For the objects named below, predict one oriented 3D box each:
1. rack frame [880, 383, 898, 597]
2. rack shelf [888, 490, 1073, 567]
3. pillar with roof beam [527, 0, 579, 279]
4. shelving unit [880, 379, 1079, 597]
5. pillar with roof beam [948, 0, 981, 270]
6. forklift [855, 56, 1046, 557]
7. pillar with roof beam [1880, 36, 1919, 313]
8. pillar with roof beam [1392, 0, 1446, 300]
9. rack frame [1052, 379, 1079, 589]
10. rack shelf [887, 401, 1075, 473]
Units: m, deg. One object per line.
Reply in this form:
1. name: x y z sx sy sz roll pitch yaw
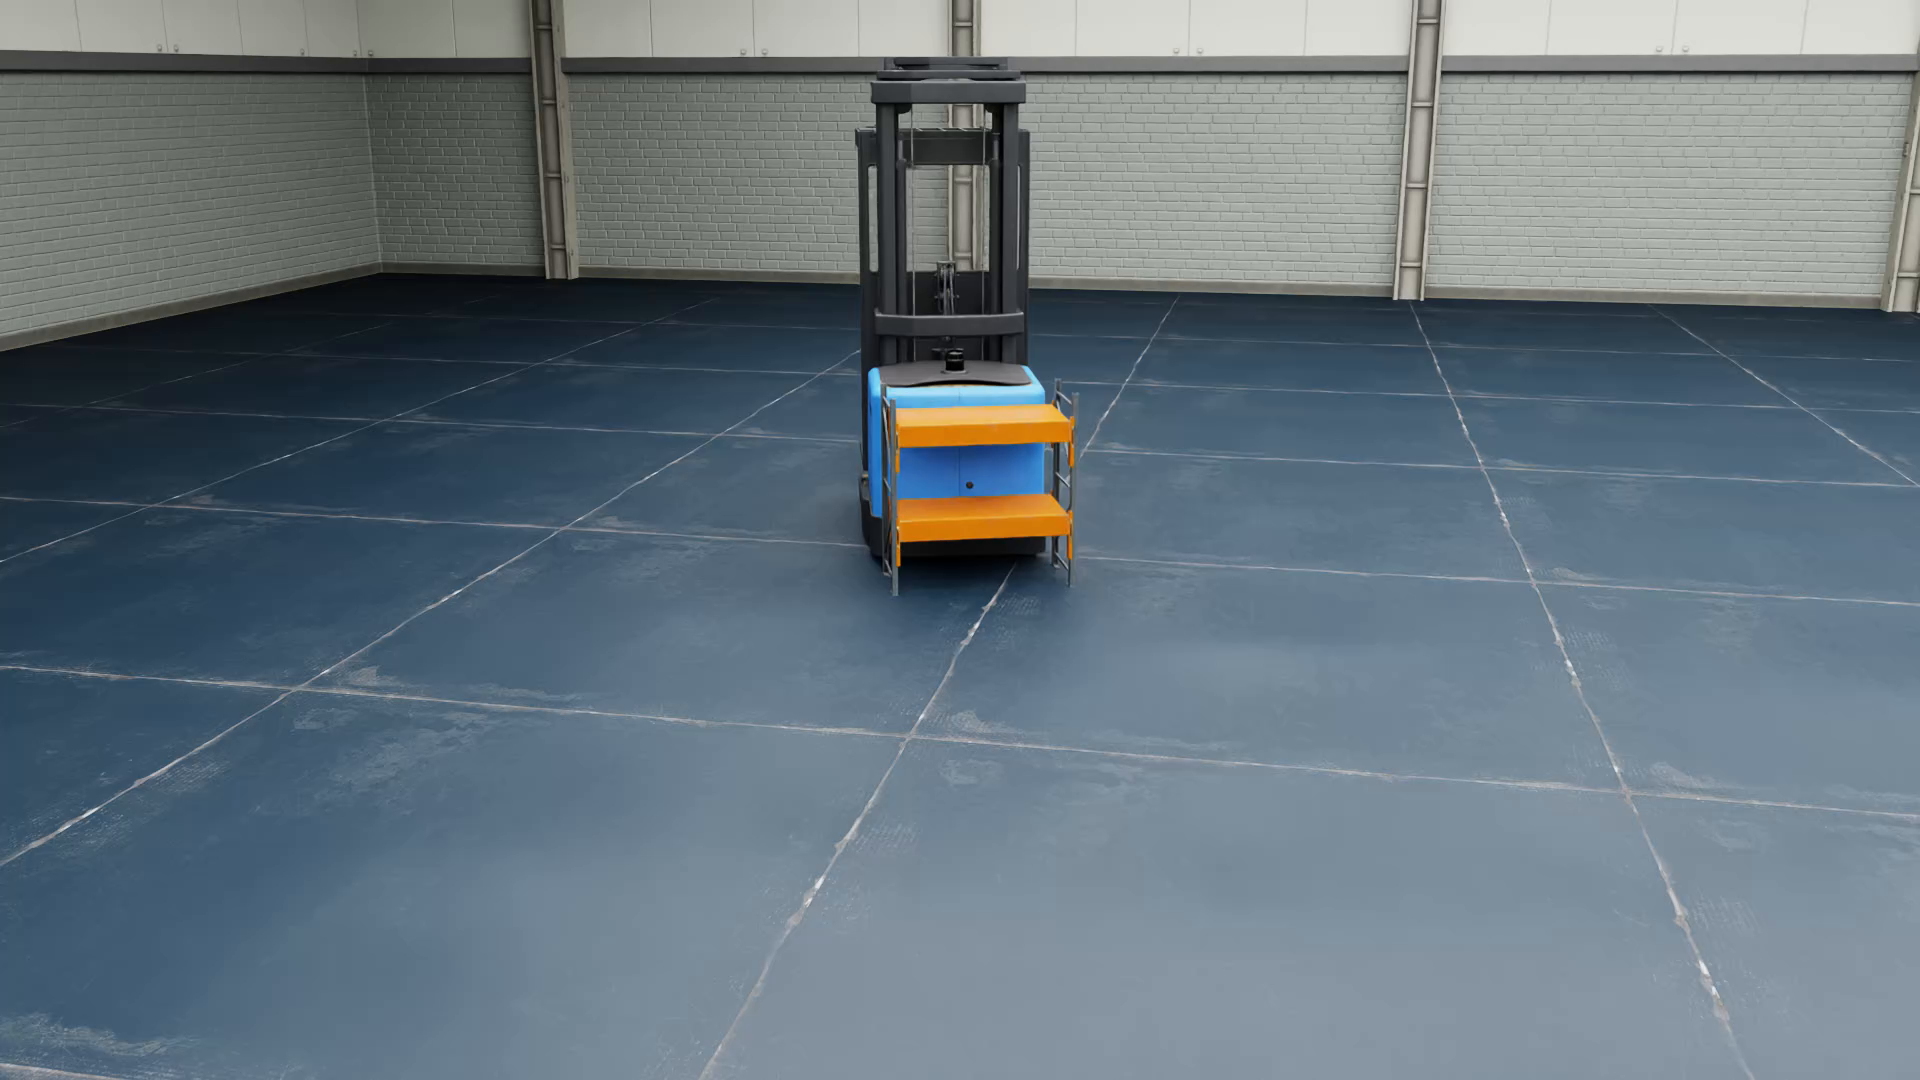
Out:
1. rack frame: -0.401 -0.288 9.424 0.032 1.125 0.500 -2 16 -9
2. rack shelf: 0.101 -0.074 9.566 1.000 0.278 0.538 -2 16 -9
3. pillar with roof beam: -6.677 -7.052 19.093 0.400 9.000 9.100 3 16 11
4. shelving unit: 0.101 -0.309 9.501 1.048 1.125 0.538 -2 16 -9
5. pillar with roof beam: -0.797 -6.733 17.940 0.400 9.000 9.100 3 16 11
6. forklift: -0.122 -1.652 10.966 1.130 2.935 3.031 -1 16 -5
7. pillar with roof beam: 10.962 -6.094 15.636 0.400 9.000 9.100 3 16 11
8. pillar with roof beam: 5.083 -6.413 16.788 0.400 9.000 9.100 3 16 11
9. rack frame: 0.603 -0.330 9.578 0.032 1.125 0.500 -2 16 -9
10. rack shelf: 0.101 -0.591 9.423 1.000 0.278 0.538 -2 16 -9
